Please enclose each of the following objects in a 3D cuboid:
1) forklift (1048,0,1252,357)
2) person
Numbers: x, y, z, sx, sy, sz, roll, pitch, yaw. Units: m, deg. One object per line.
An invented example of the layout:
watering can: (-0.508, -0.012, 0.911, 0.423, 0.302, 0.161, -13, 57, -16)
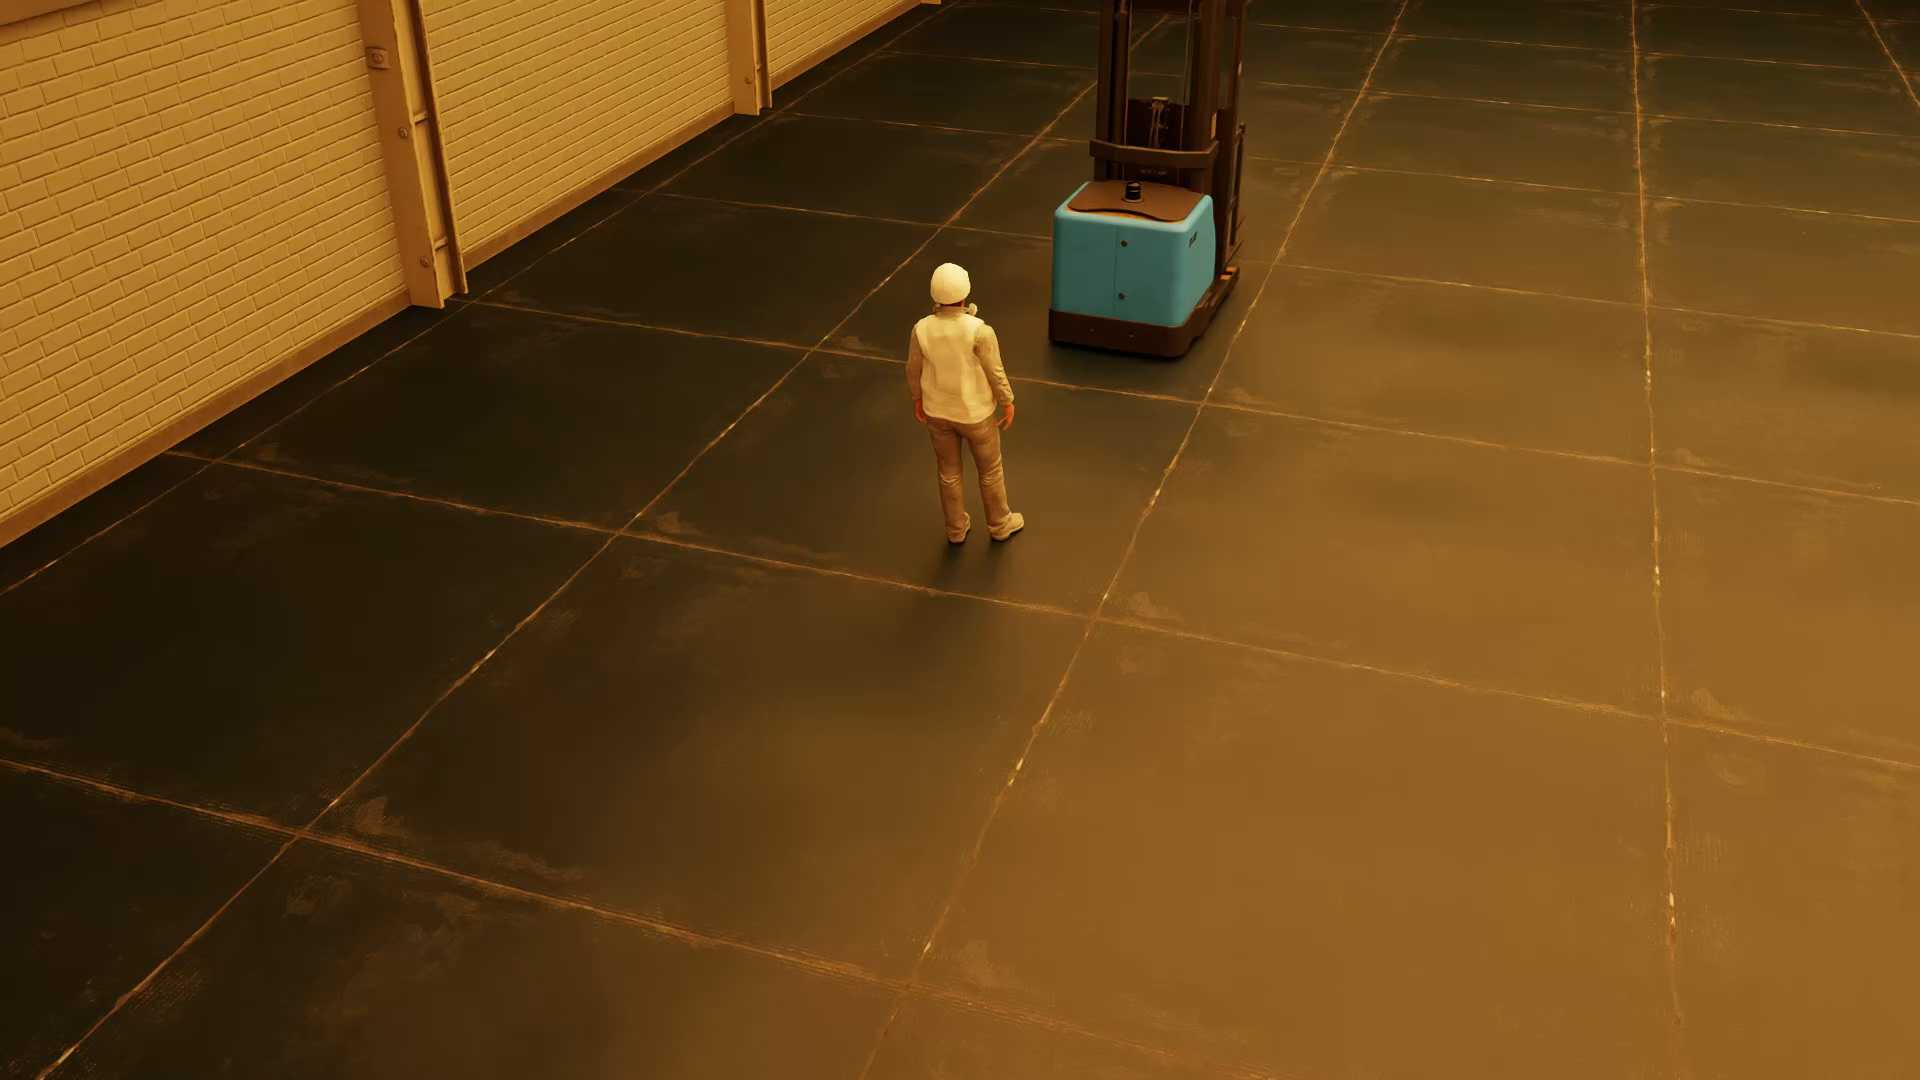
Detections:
forklift: (1.674, -3.343, 13.000, 1.130, 2.935, 3.031, 11, 31, 18)
person: (0.028, -0.805, 9.701, 0.632, 1.773, 0.568, 10, 31, 16)
